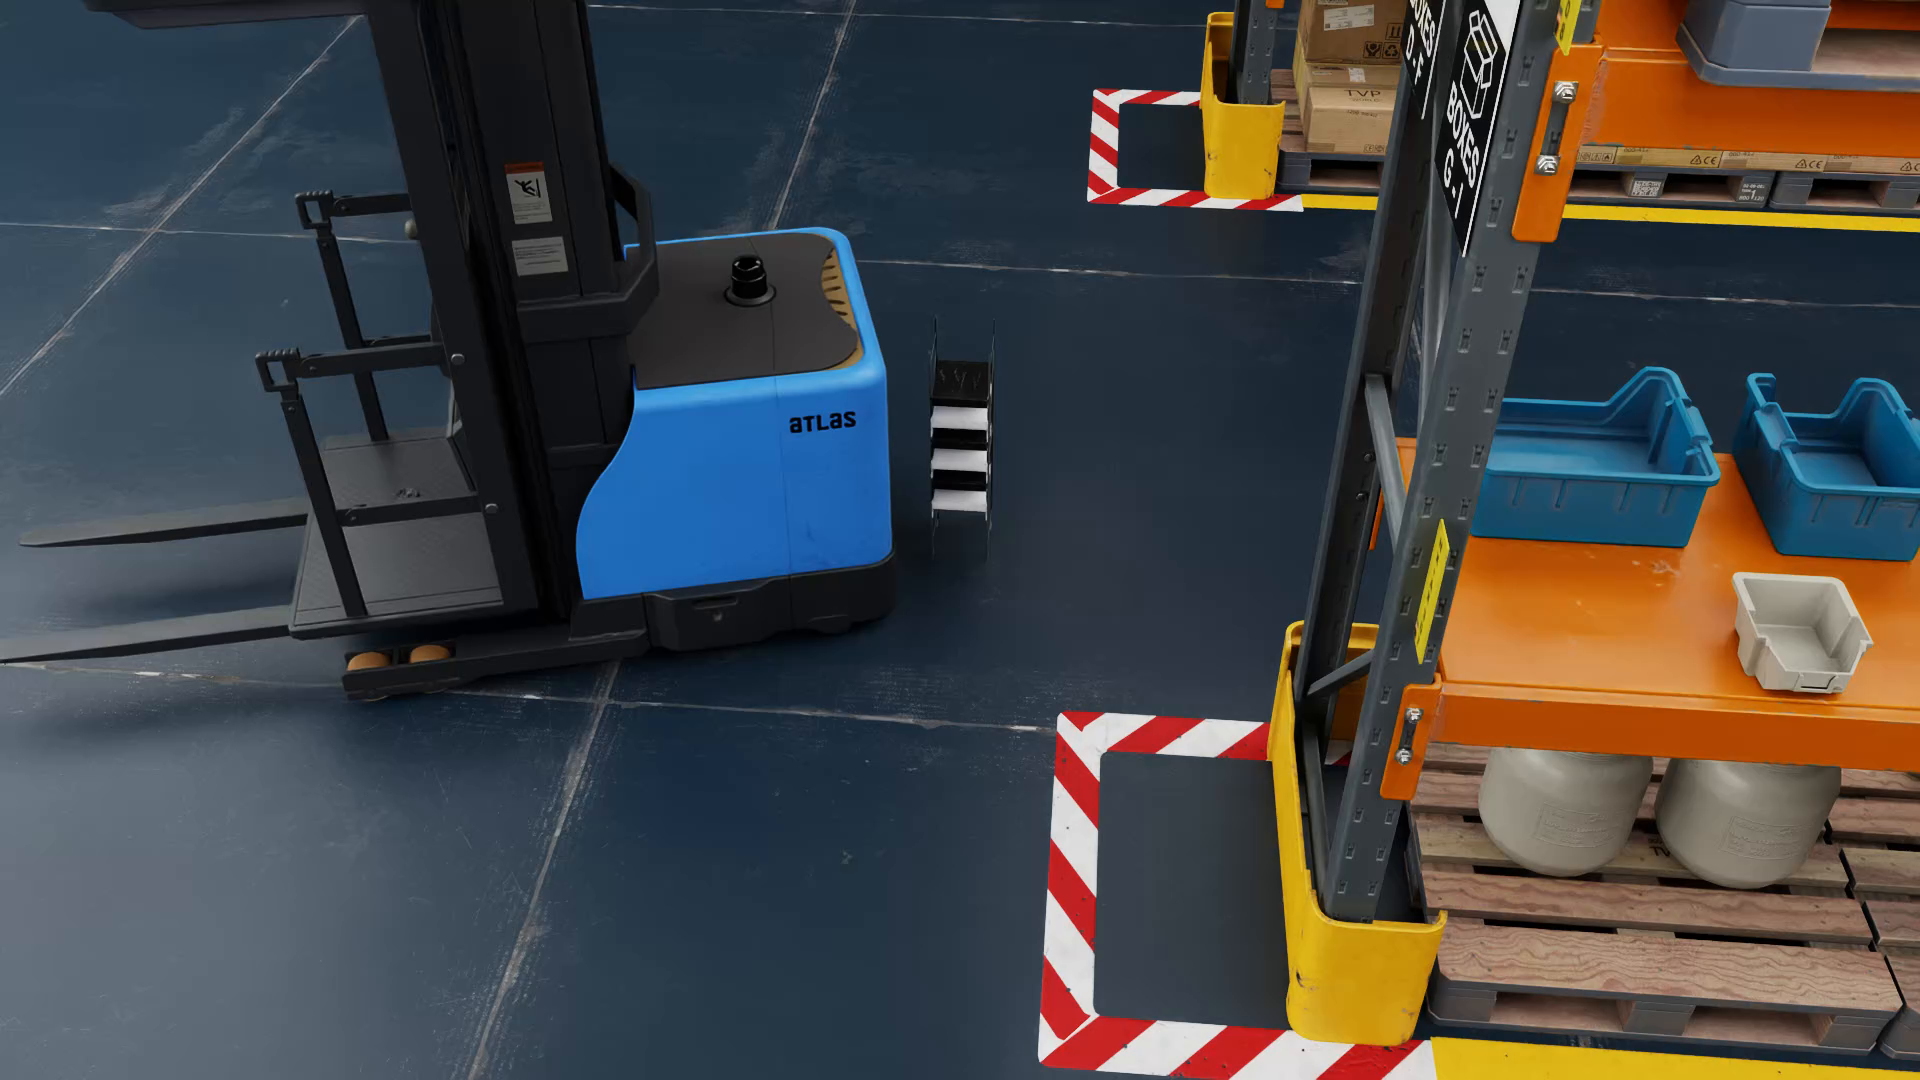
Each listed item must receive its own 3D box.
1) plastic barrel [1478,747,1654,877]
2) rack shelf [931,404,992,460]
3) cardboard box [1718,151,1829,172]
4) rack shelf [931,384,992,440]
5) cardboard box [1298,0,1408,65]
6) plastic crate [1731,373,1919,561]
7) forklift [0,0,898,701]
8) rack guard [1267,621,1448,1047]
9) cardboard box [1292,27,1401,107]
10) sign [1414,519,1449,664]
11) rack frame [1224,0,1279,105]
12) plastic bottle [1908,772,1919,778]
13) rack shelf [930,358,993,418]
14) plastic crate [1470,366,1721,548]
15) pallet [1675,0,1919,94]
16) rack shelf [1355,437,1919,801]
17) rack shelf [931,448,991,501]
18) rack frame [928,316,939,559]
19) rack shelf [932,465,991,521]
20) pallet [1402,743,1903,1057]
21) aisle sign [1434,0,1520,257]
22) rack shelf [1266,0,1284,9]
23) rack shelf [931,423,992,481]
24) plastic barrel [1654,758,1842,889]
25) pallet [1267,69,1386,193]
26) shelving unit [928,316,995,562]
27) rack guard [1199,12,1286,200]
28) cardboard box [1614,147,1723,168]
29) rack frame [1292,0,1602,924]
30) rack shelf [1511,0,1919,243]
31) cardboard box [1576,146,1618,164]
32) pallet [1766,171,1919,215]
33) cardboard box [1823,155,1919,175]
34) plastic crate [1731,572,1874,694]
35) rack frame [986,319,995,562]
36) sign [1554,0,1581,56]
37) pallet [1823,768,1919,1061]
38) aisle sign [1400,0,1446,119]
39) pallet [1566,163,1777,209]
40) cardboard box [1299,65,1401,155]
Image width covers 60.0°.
[{"bbox_3d":[1.710,0.663,4.697,0.421,0.512,0.421,0,39,0],"label":"plastic barrel"},{"bbox_3d":[0.008,-0.393,5.930,0.200,0.077,0.258,3,39,4],"label":"rack shelf"},{"bbox_3d":[3.986,-2.059,8.249,0.500,0.250,0.500,3,39,4],"label":"cardboard box"},{"bbox_3d":[0.008,-0.462,5.873,0.200,0.077,0.258,3,39,4],"label":"rack shelf"},{"bbox_3d":[2.039,-2.787,8.549,0.500,0.500,0.500,3,39,4],"label":"cardboard box"},{"bbox_3d":[2.219,-0.191,4.226,0.408,0.251,0.499,3,39,4],"label":"plastic crate"},{"bbox_3d":[-1.789,-0.960,5.107,3.031,2.935,1.130,-7,40,-8],"label":"forklift"},{"bbox_3d":[1.127,0.818,4.850,0.348,0.500,1.175,3,39,4],"label":"rack guard"},{"bbox_3d":[2.039,-2.495,8.784,0.500,0.250,0.500,3,39,4],"label":"cardboard box"},{"bbox_3d":[0.996,0.112,3.517,0.005,0.325,0.100,3,39,4],"label":"sign"},{"bbox_3d":[1.479,-3.242,7.856,0.127,3.000,1.000,3,39,4],"label":"rack frame"},{"bbox_3d":[2.915,0.612,4.990,0.097,0.201,0.097,0,39,0],"label":"plastic bottle"},{"bbox_3d":[0.008,-0.532,5.816,0.200,0.077,0.258,3,39,4],"label":"rack shelf"},{"bbox_3d":[1.572,-0.230,4.274,0.616,0.251,0.499,3,39,4],"label":"plastic crate"},{"bbox_3d":[1.863,-1.110,3.011,1.213,0.211,1.003,3,39,4],"label":"pallet"},{"bbox_3d":[3.040,0.261,4.123,4.000,0.370,1.077,3,39,4],"label":"rack shelf"},{"bbox_3d":[0.008,-0.253,6.043,0.200,0.077,0.258,3,39,4],"label":"rack shelf"},{"bbox_3d":[-0.093,-0.354,5.972,0.006,0.900,0.240,3,39,4],"label":"rack frame"},{"bbox_3d":[0.008,-0.183,6.100,0.200,0.077,0.258,3,39,4],"label":"rack shelf"},{"bbox_3d":[1.936,0.977,4.882,1.213,0.211,1.003,3,39,4],"label":"pallet"},{"bbox_3d":[0.951,-0.954,2.987,0.004,0.787,0.394,3,39,4],"label":"aisle sign"},{"bbox_3d":[3.471,-2.854,7.950,4.000,0.370,1.077,3,39,4],"label":"rack shelf"},{"bbox_3d":[0.008,-0.323,5.986,0.200,0.077,0.258,3,39,4],"label":"rack shelf"},{"bbox_3d":[2.209,0.691,4.664,0.421,0.512,0.421,0,39,0],"label":"plastic barrel"},{"bbox_3d":[2.244,-2.145,8.718,1.213,0.211,1.003,3,39,4],"label":"pallet"},{"bbox_3d":[0.008,-0.349,5.965,0.210,0.900,0.258,3,39,4],"label":"shelving unit"},{"bbox_3d":[1.455,-2.273,8.647,0.348,0.500,1.175,3,39,4],"label":"rack guard"},{"bbox_3d":[3.488,-2.086,8.282,0.500,0.250,0.500,3,39,4],"label":"cardboard box"},{"bbox_3d":[1.048,-0.126,4.029,0.127,3.000,1.000,3,39,4],"label":"rack frame"},{"bbox_3d":[3.040,-0.902,3.176,4.000,0.370,1.077,3,39,4],"label":"rack shelf"},{"bbox_3d":[2.990,-2.116,8.320,0.500,0.250,0.500,3,39,4],"label":"cardboard box"},{"bbox_3d":[4.675,-2.012,8.554,1.213,0.211,1.003,3,39,4],"label":"pallet"},{"bbox_3d":[4.486,-2.041,8.227,0.500,0.250,0.500,3,39,4],"label":"cardboard box"},{"bbox_3d":[1.911,0.227,3.804,0.250,0.136,0.298,3,39,4],"label":"plastic crate"},{"bbox_3d":[0.109,-0.343,5.959,0.006,0.900,0.240,3,39,4],"label":"rack frame"},{"bbox_3d":[0.996,-0.948,2.655,0.005,0.325,0.100,3,39,4],"label":"sign"},{"bbox_3d":[3.148,1.045,4.799,1.213,0.211,1.003,3,39,4],"label":"pallet"},{"bbox_3d":[1.002,-1.325,3.443,0.004,0.787,0.394,3,39,4],"label":"aisle sign"},{"bbox_3d":[3.456,-2.077,8.634,1.213,0.211,1.003,3,39,4],"label":"pallet"},{"bbox_3d":[1.994,-2.169,8.384,0.500,0.250,0.500,3,39,4],"label":"cardboard box"}]
